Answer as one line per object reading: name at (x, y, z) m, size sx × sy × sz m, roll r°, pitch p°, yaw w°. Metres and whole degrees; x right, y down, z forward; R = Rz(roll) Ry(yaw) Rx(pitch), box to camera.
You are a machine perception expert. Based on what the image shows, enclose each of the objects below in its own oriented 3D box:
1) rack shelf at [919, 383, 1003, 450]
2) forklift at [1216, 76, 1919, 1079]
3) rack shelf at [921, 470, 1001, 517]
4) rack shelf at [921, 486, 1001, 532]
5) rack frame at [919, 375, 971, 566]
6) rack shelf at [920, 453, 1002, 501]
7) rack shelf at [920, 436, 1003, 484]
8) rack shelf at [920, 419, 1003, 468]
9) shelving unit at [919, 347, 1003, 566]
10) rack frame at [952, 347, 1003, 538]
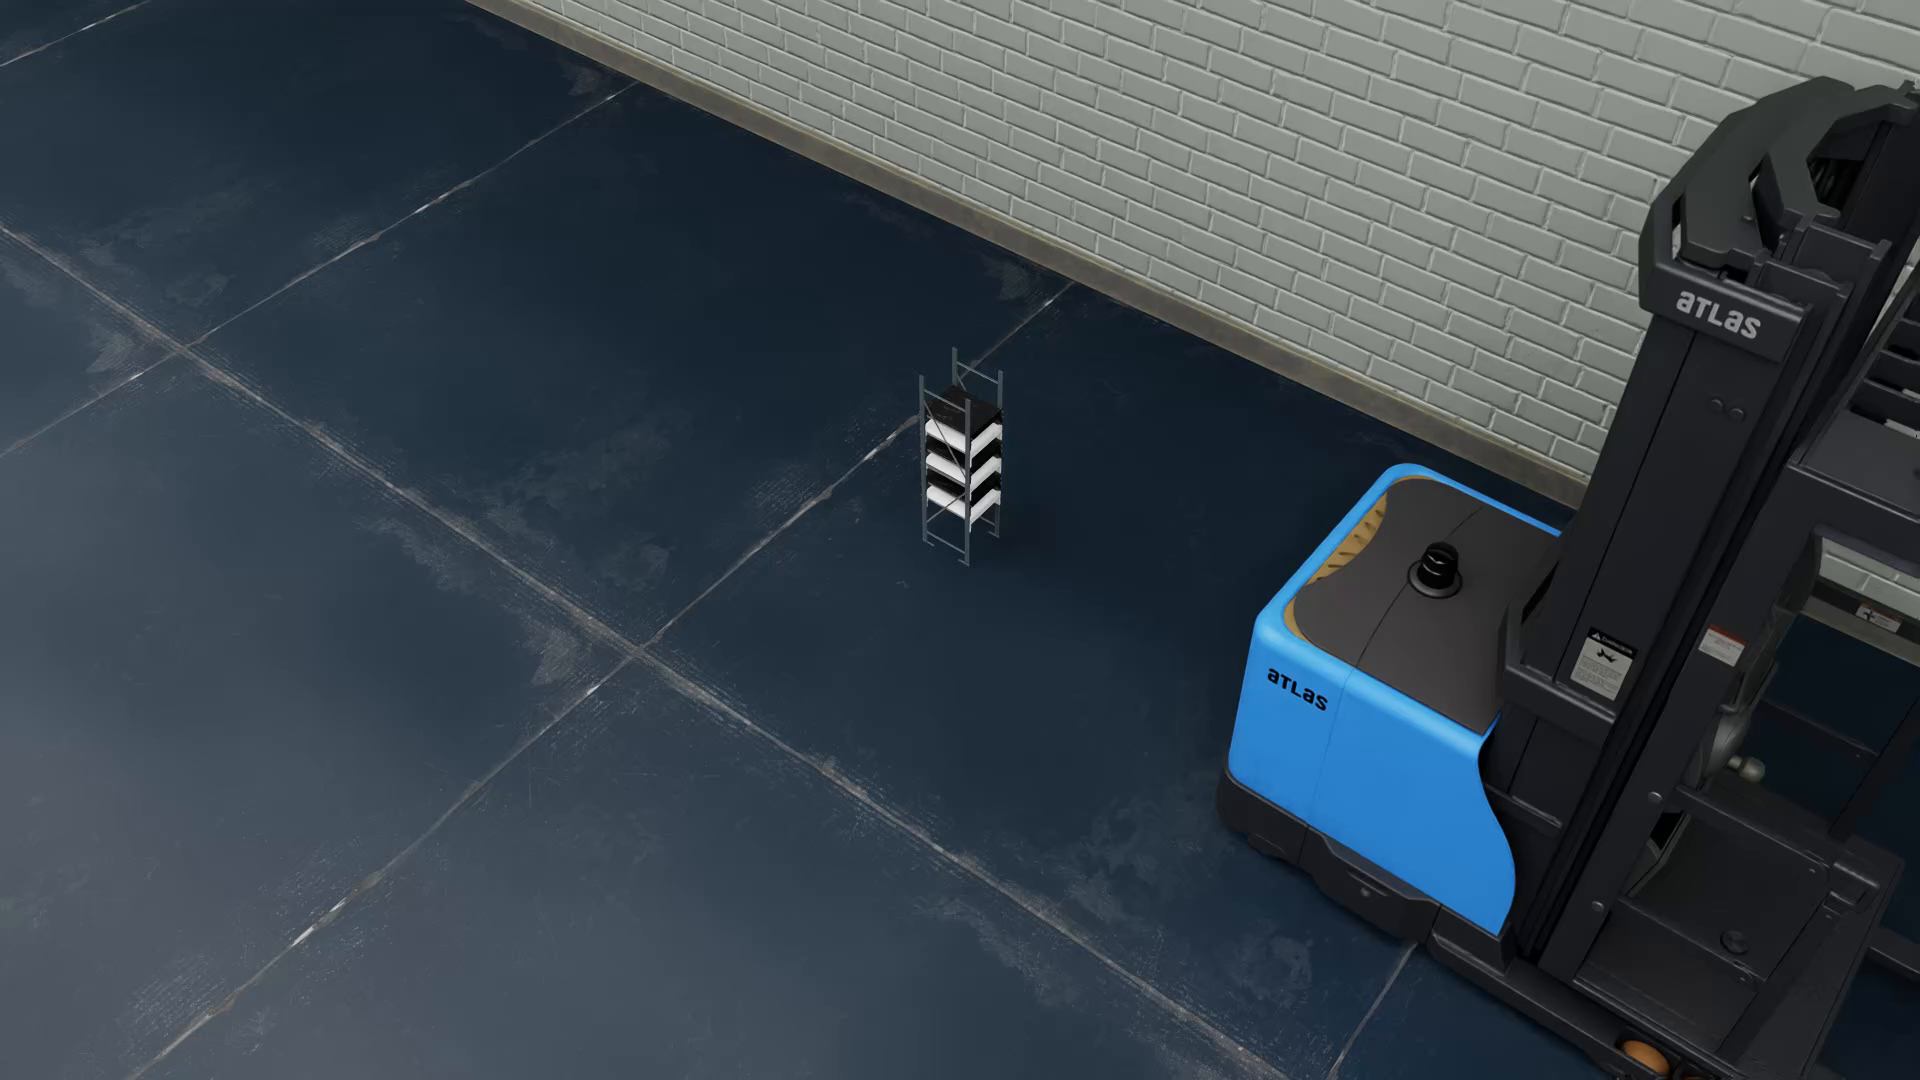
rack shelf at (0.005, -0.479, 6.423) m, size 0.258 × 0.077 × 0.200 m, roll 29°, pitch 53°, yaw 25°
forklift at (2.379, 0.375, 4.530) m, size 3.031 × 2.935 × 1.130 m, roll 30°, pitch 53°, yaw 25°
rack shelf at (0.005, -0.230, 6.683) m, size 0.258 × 0.077 × 0.200 m, roll 29°, pitch 53°, yaw 25°
rack shelf at (0.005, -0.168, 6.748) m, size 0.258 × 0.077 × 0.200 m, roll 29°, pitch 53°, yaw 25°
rack frame at (-0.057, -0.257, 6.538) m, size 0.240 × 0.900 × 0.006 m, roll 29°, pitch 53°, yaw 25°
rack shelf at (0.005, -0.292, 6.618) m, size 0.258 × 0.077 × 0.200 m, roll 29°, pitch 53°, yaw 25°
rack shelf at (0.005, -0.355, 6.553) m, size 0.258 × 0.077 × 0.200 m, roll 29°, pitch 53°, yaw 25°
rack shelf at (0.005, -0.417, 6.488) m, size 0.258 × 0.077 × 0.200 m, roll 29°, pitch 53°, yaw 25°
shelving unit at (0.005, -0.315, 6.594) m, size 0.258 × 0.900 × 0.210 m, roll 29°, pitch 53°, yaw 25°
rack frame at (0.067, -0.374, 6.649) m, size 0.240 × 0.900 × 0.006 m, roll 29°, pitch 53°, yaw 25°
